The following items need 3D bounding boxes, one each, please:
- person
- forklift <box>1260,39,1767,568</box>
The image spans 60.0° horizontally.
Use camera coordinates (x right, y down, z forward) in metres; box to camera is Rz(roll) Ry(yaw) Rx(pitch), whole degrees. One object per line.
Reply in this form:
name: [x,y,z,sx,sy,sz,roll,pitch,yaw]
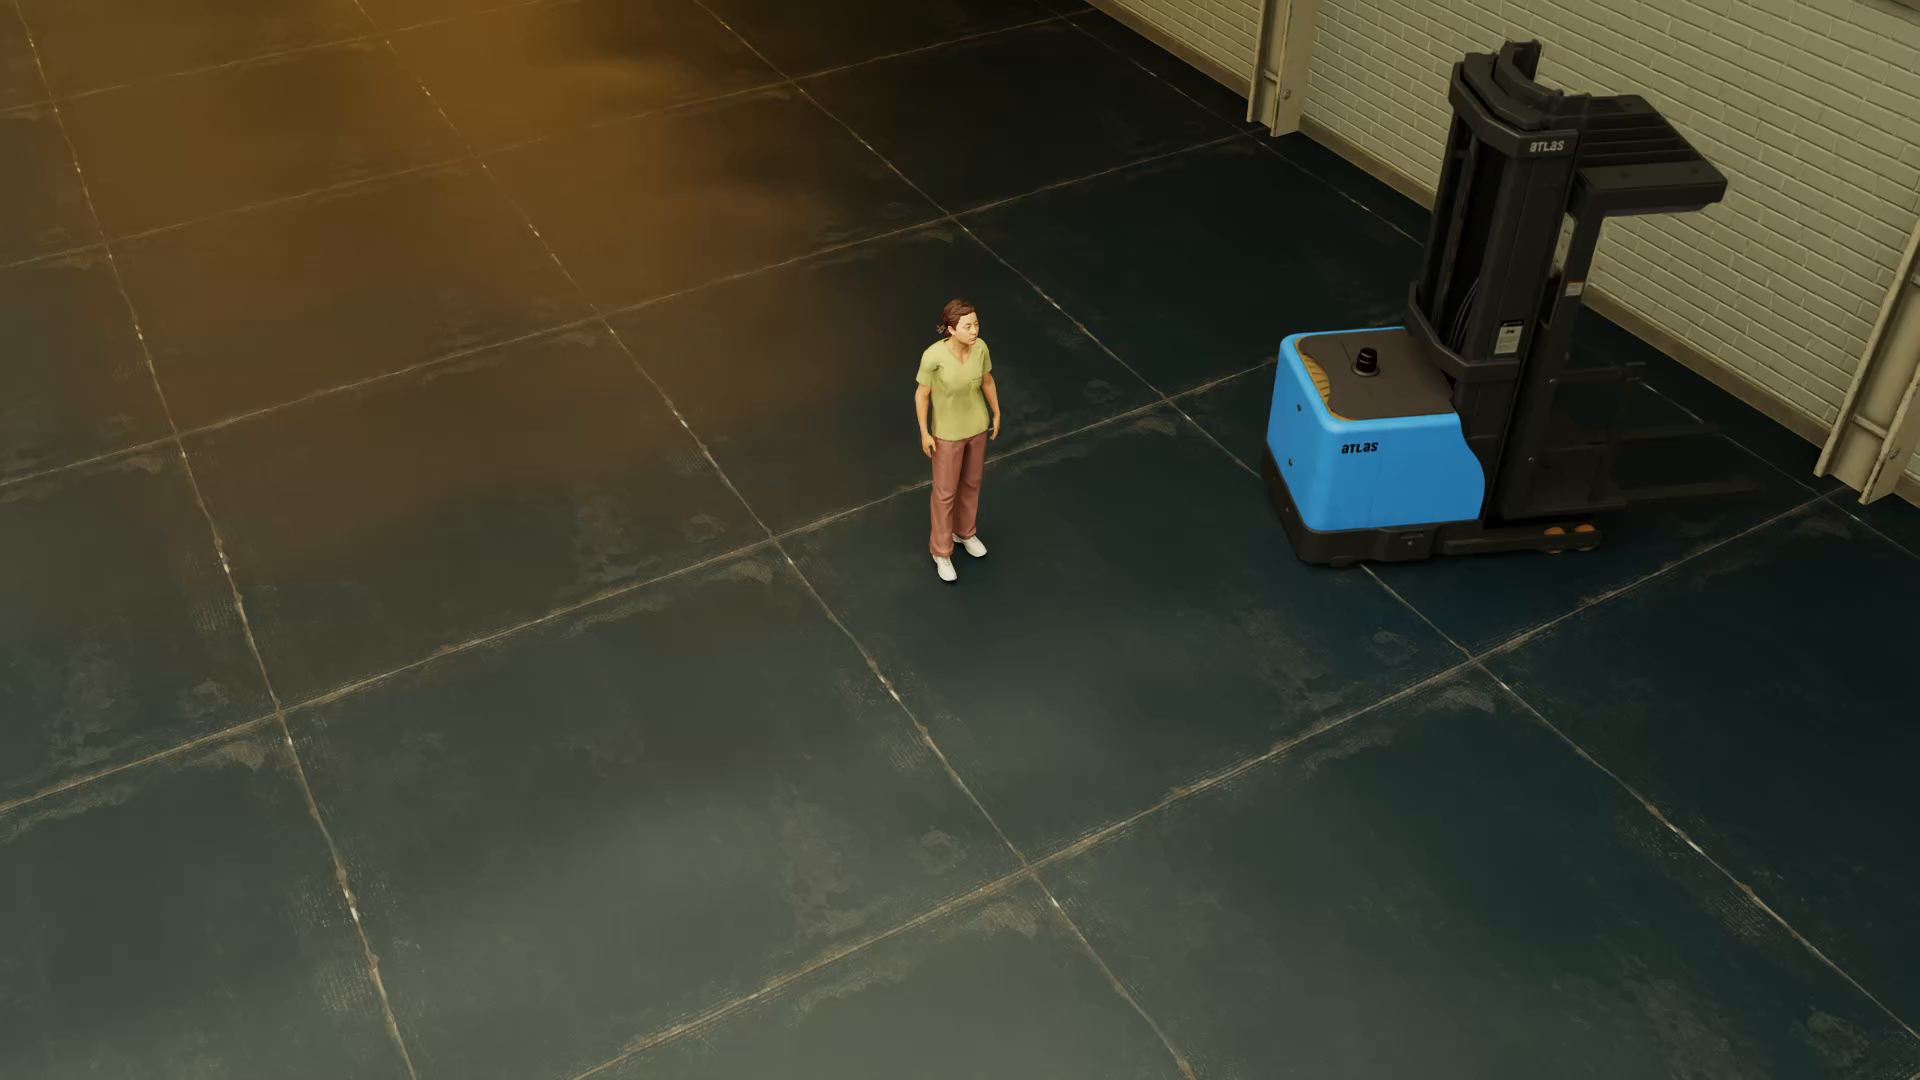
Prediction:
person: [0.027,-0.606,9.739,0.553,1.675,0.549,-20,44,-23]
forklift: [3.500,-1.376,9.695,3.031,2.935,1.130,-5,40,-6]
